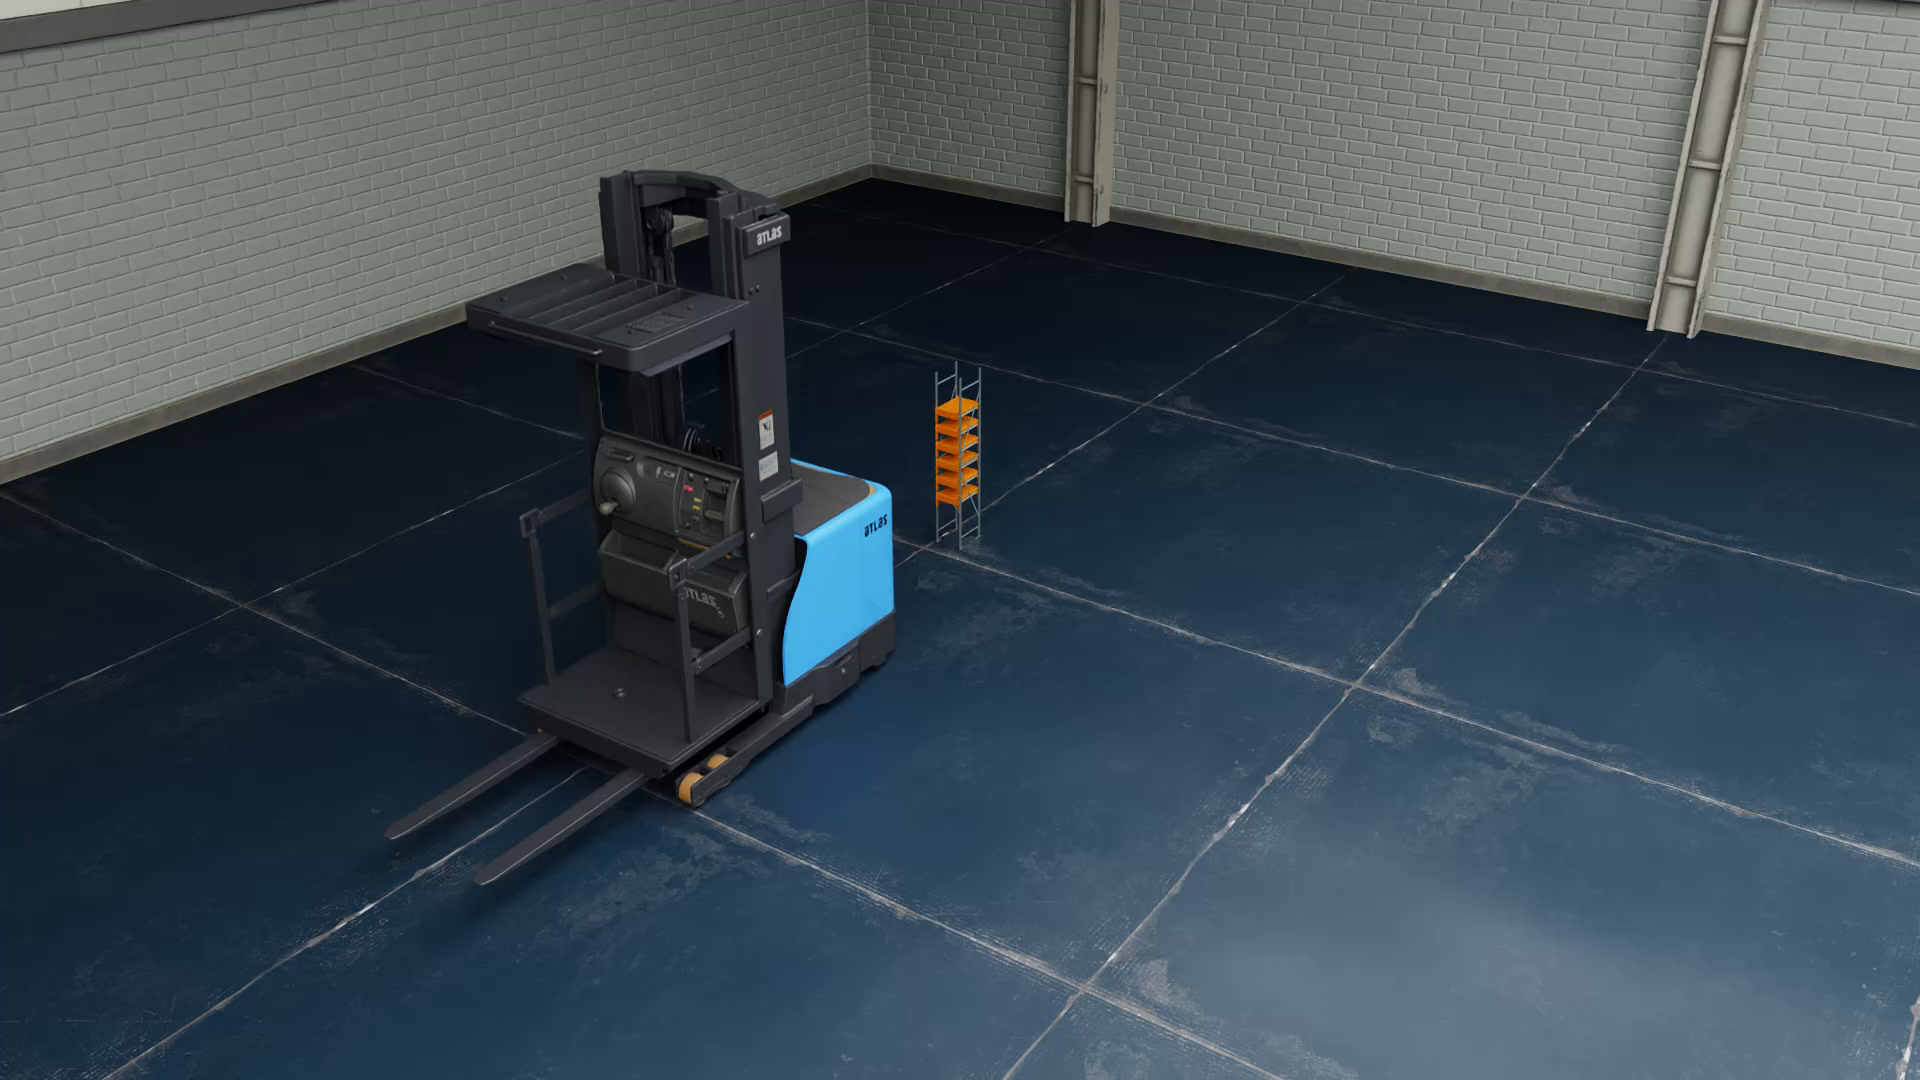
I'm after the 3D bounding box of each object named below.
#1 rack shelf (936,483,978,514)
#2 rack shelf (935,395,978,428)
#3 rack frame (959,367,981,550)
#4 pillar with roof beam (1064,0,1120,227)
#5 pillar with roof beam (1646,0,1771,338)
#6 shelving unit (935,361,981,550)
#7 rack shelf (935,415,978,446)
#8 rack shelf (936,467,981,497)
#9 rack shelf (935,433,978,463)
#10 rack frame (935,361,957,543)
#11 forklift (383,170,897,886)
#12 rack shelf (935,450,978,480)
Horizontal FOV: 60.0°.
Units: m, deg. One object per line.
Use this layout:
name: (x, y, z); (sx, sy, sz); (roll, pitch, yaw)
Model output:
rack shelf: (-0.012, -0.285, 10.888); (0.180, 0.103, 0.258); (17, 32, 30)
rack shelf: (-0.012, -0.820, 10.616); (0.180, 0.103, 0.258); (17, 32, 30)
rack frame: (0.064, -0.515, 10.713); (0.006, 1.200, 0.240); (17, 32, 30)
pillar with roof beam: (-1.083, -5.803, 12.505); (0.400, 9.000, 9.100); (17, 32, 30)
pillar with roof beam: (3.863, -4.262, 9.478); (0.400, 9.000, 9.100); (17, 32, 30)
shelving unit: (-0.012, -0.538, 10.759); (0.189, 1.200, 0.258); (17, 32, 30)
rack shelf: (-0.012, -0.713, 10.670); (0.180, 0.103, 0.258); (17, 32, 30)
rack shelf: (-0.012, -0.392, 10.834); (0.180, 0.103, 0.258); (17, 32, 30)
rack shelf: (-0.012, -0.606, 10.725); (0.180, 0.103, 0.258); (17, 32, 30)
rack frame: (-0.087, -0.562, 10.805); (0.006, 1.200, 0.240); (17, 32, 30)
forklift: (-1.597, -0.210, 8.205); (1.130, 2.935, 3.031); (17, 31, 29)
rack shelf: (-0.012, -0.499, 10.779); (0.180, 0.103, 0.258); (17, 32, 30)
